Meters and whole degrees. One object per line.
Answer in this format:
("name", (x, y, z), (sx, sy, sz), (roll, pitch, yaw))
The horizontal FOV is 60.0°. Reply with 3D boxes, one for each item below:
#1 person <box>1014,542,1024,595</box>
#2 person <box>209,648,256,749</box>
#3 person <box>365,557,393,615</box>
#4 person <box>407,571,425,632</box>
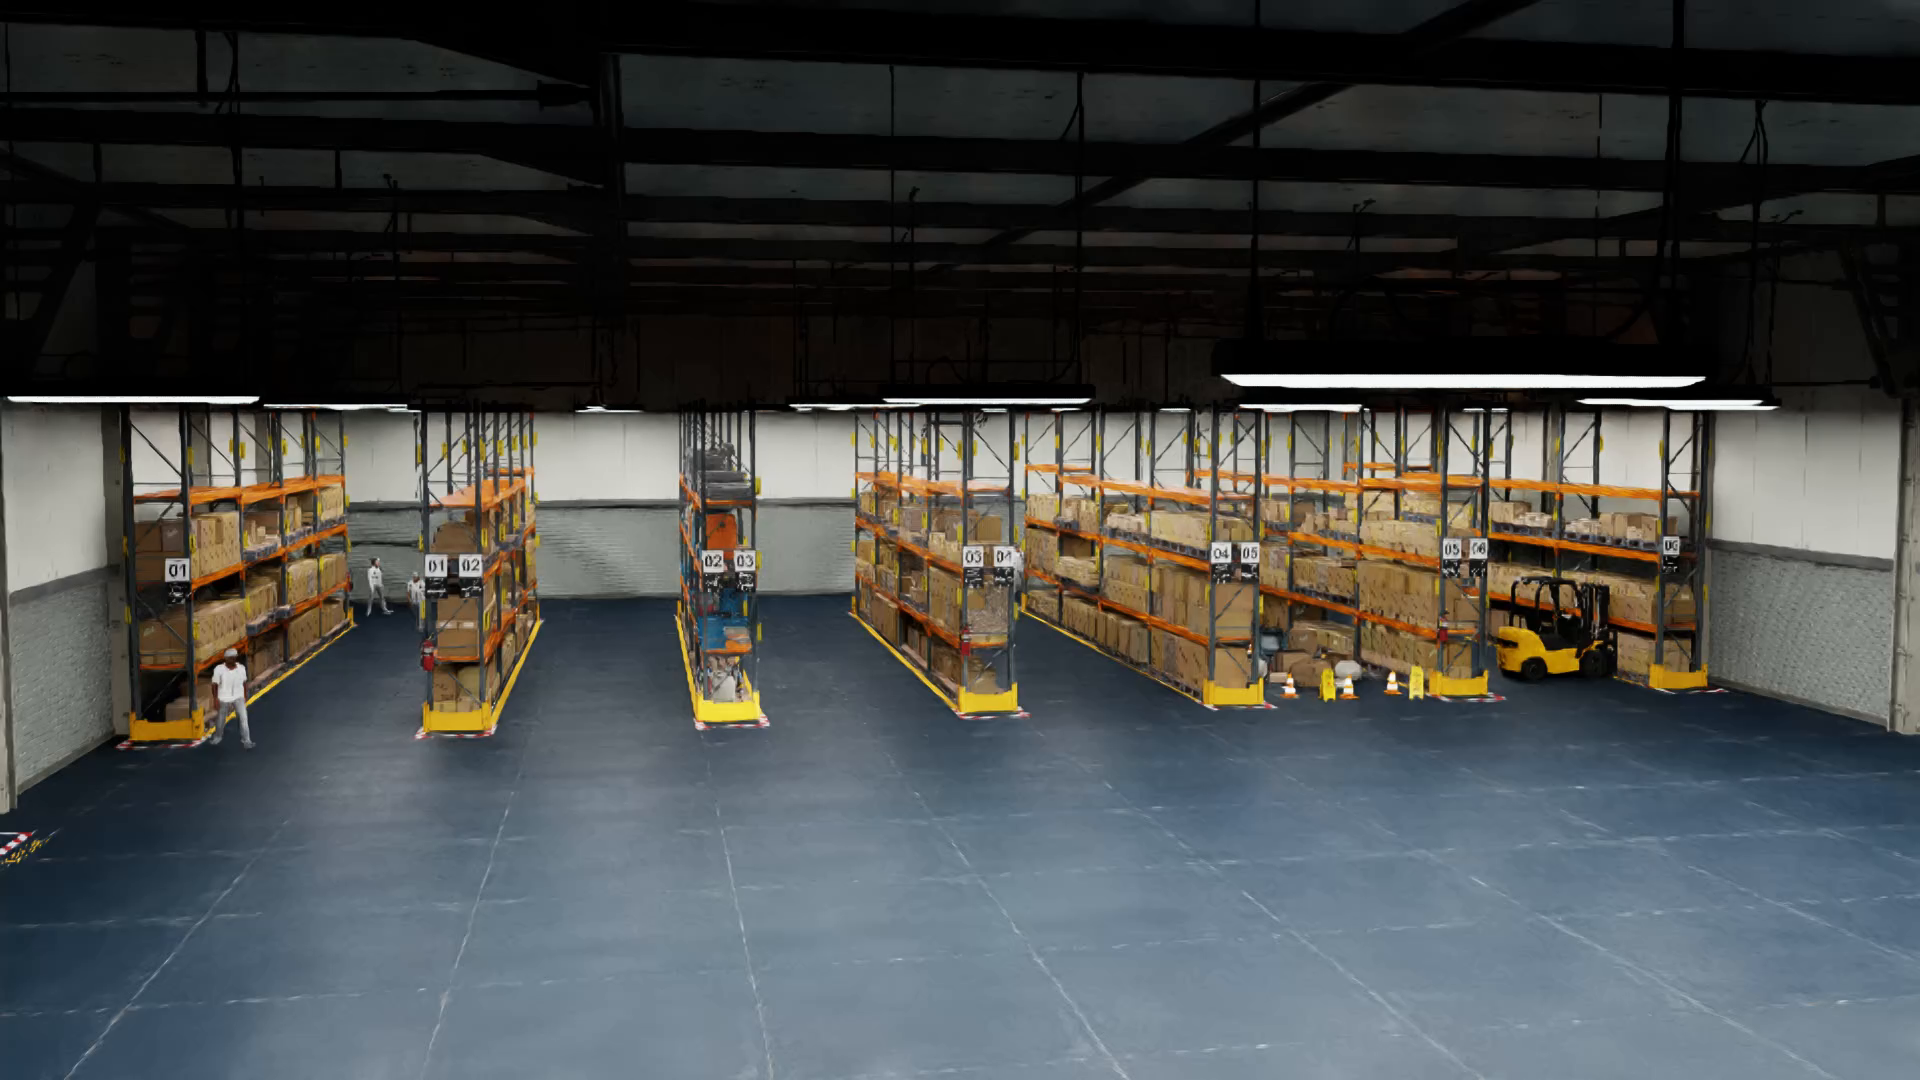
("person", (1.873, 0.891, 52.791), (0.579, 1.699, 0.978), (1, 4, 9))
("person", (-12.514, 2.708, 28.506), (0.590, 1.739, 0.940), (-3, 5, -37))
("person", (-16.631, 1.298, 47.455), (0.552, 1.672, 0.685), (2, 5, 27))
("person", (-14.316, 1.612, 43.846), (0.497, 1.583, 1.090), (-1, 4, -9))
